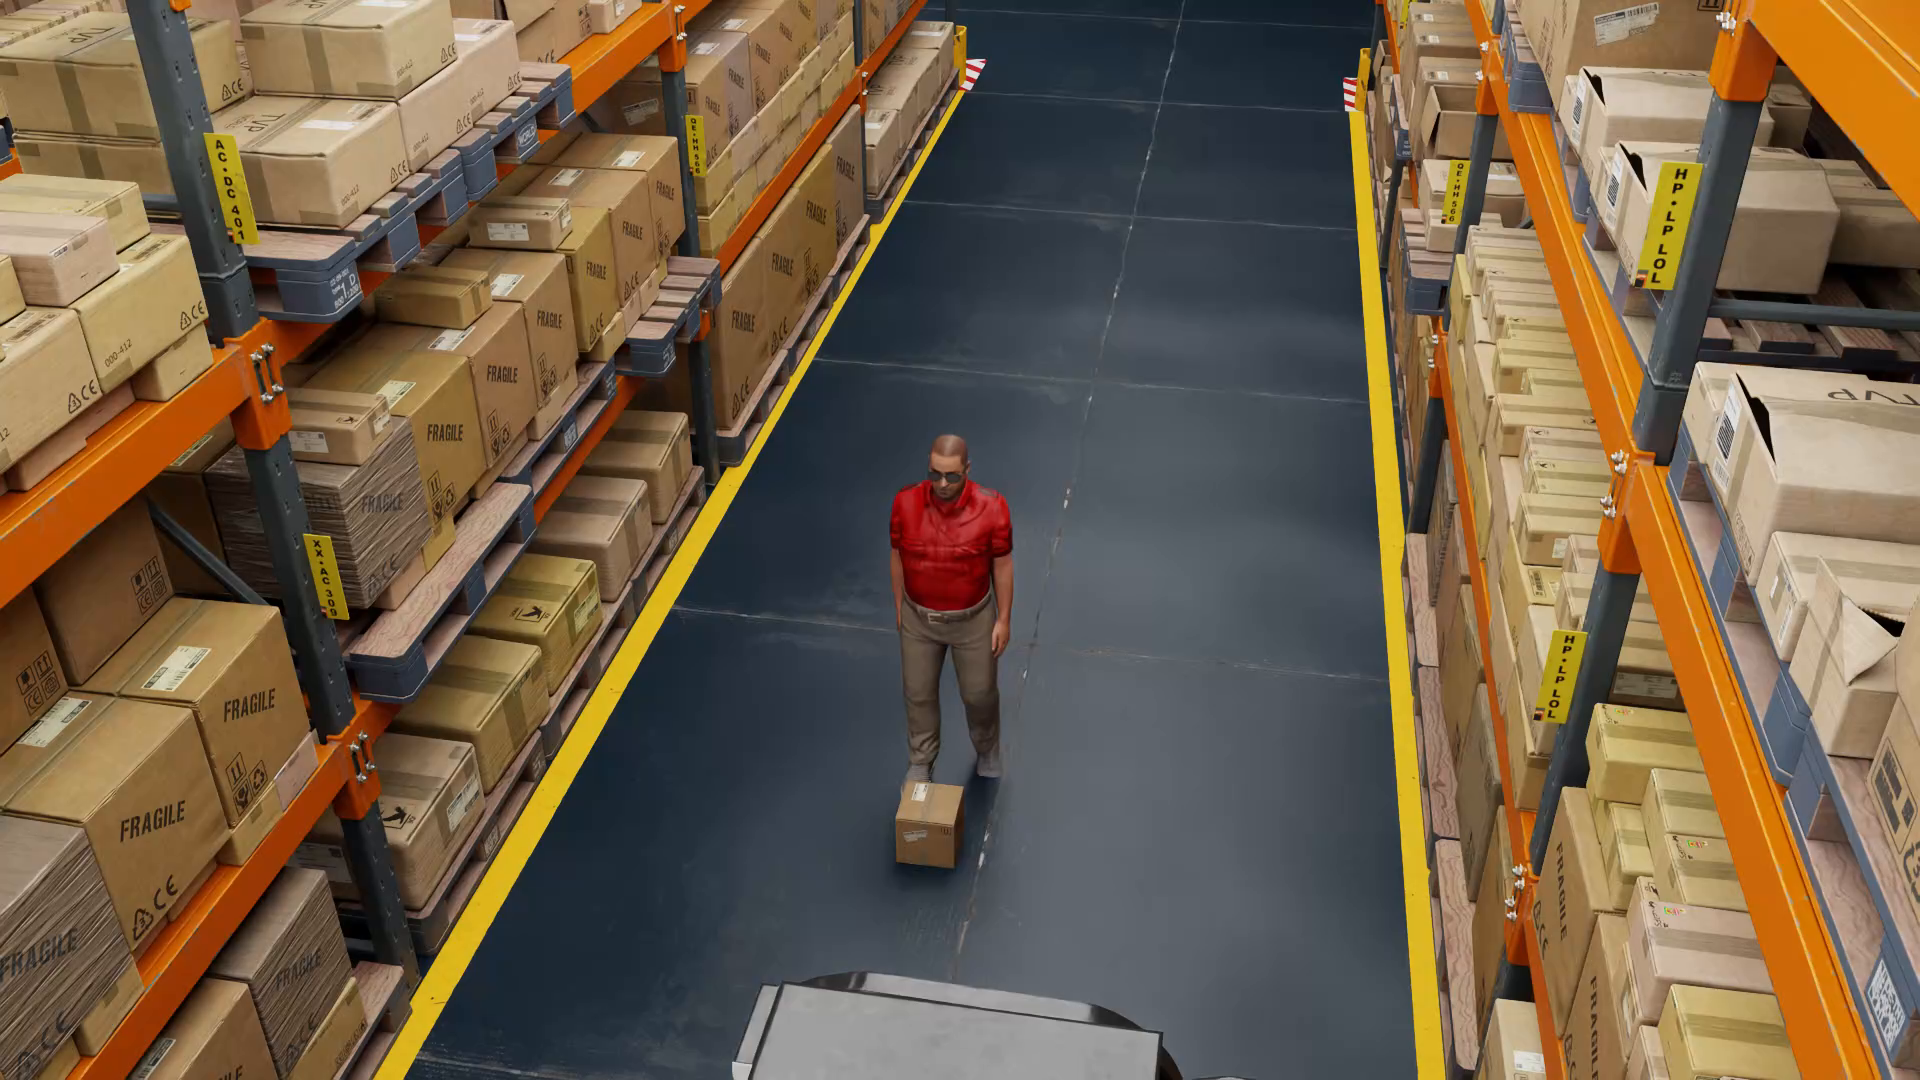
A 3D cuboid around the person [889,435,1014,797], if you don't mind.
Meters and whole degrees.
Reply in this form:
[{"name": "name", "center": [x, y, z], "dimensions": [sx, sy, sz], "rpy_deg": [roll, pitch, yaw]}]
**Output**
[{"name": "person", "center": [-0.046, 0.378, 7.131], "dimensions": [0.536, 1.817, 0.467], "rpy_deg": [6, 33, 9]}]
